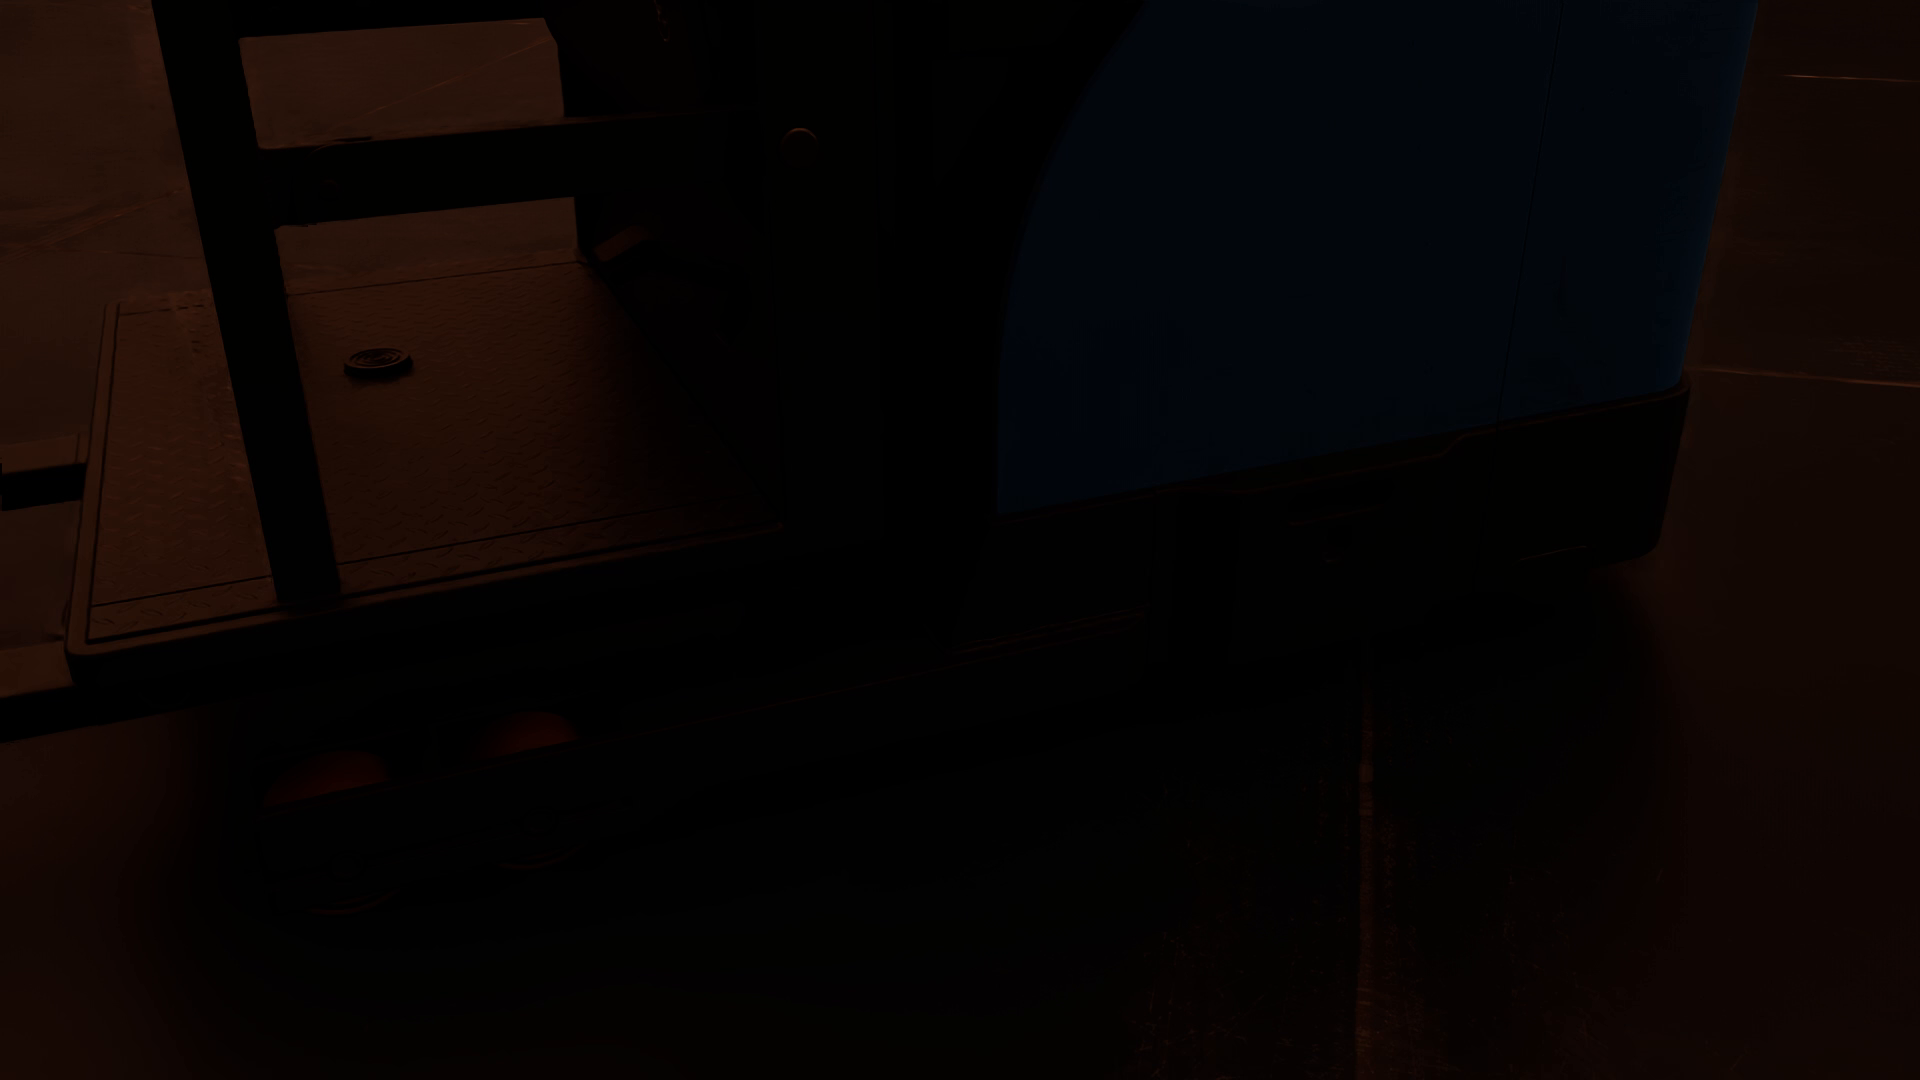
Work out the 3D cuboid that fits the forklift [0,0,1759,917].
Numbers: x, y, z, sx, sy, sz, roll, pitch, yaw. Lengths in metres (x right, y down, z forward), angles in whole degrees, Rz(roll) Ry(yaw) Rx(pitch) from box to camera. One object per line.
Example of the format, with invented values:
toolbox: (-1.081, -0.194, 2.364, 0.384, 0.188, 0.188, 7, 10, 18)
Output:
forklift: (-0.576, -1.190, 1.604, 3.031, 2.935, 1.130, -11, 29, -20)
